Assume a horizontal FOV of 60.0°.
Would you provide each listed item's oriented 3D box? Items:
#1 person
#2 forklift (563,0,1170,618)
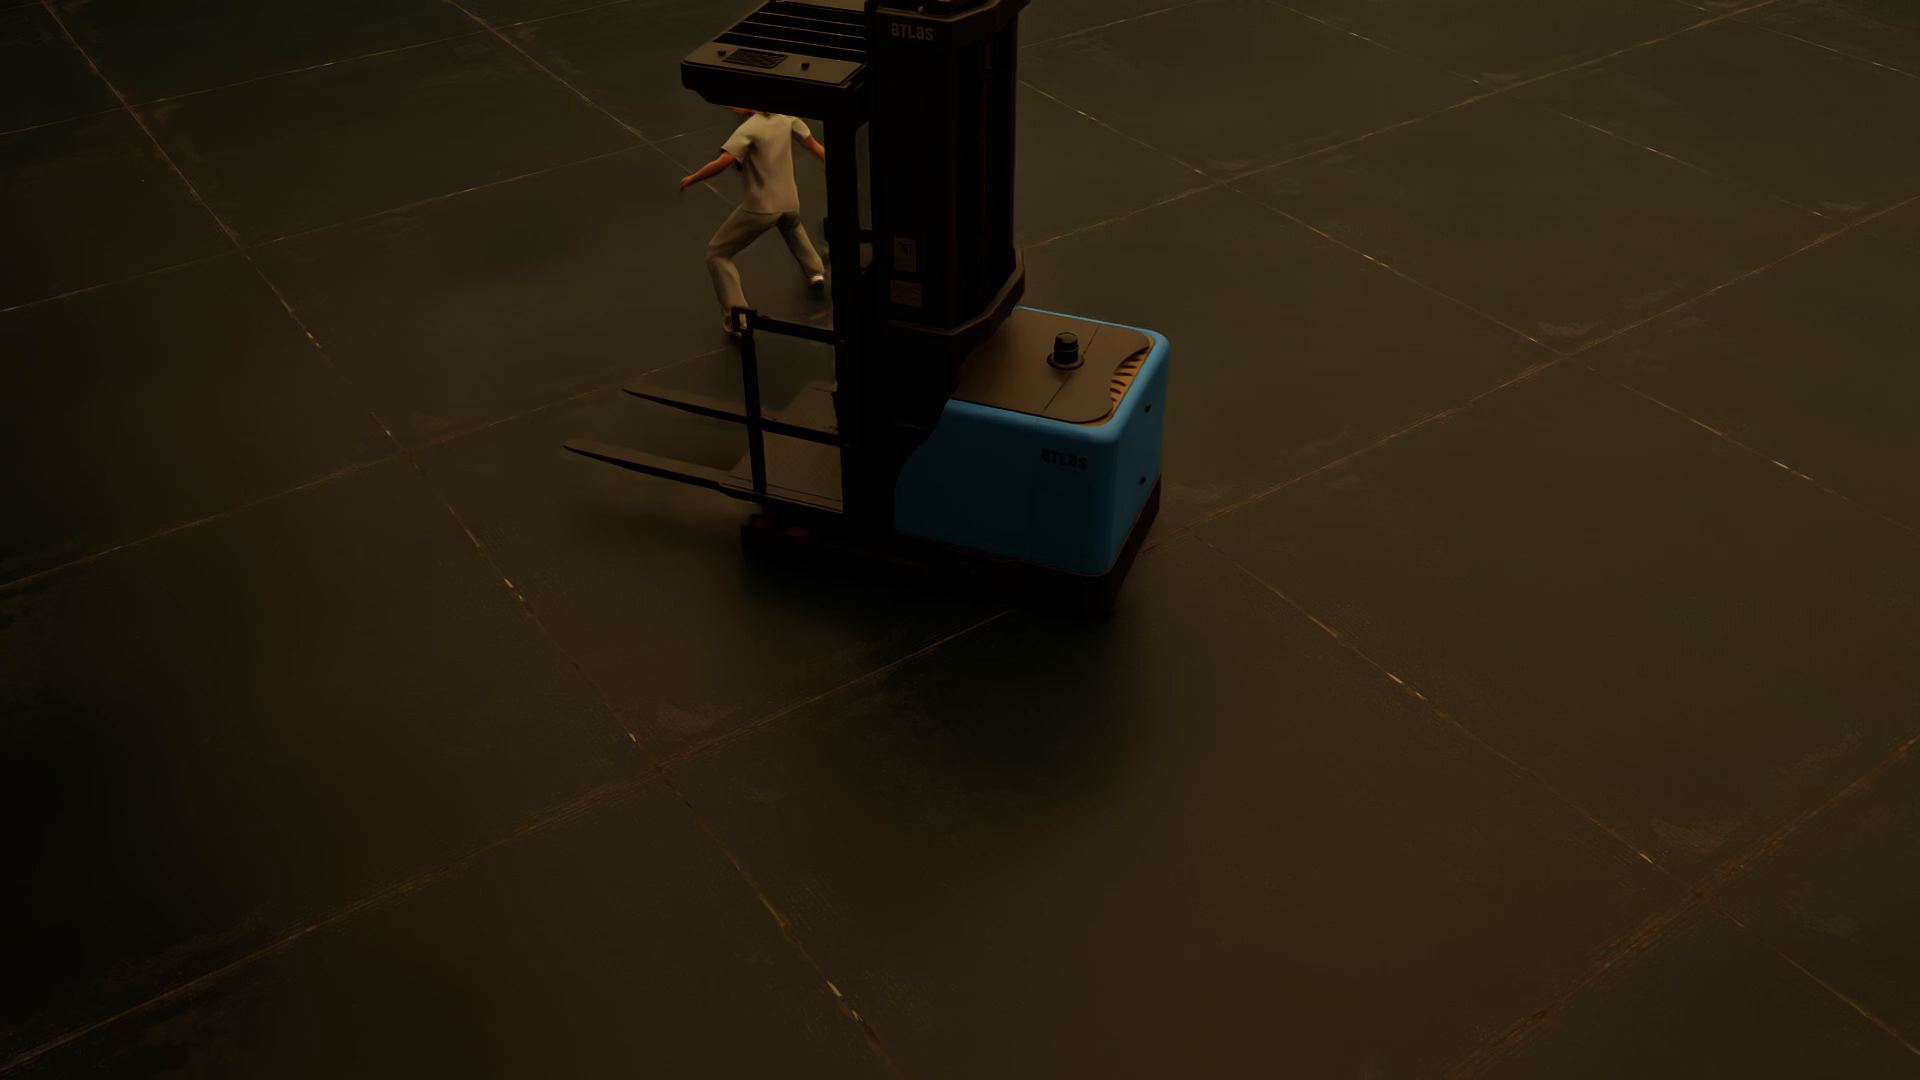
[{"bbox_3d":[-1.128,-1.997,9.929,0.989,1.624,0.525,-30,46,-34],"label":"person"},{"bbox_3d":[-0.552,-1.357,7.779,3.031,2.935,1.130,13,38,17],"label":"forklift"}]
